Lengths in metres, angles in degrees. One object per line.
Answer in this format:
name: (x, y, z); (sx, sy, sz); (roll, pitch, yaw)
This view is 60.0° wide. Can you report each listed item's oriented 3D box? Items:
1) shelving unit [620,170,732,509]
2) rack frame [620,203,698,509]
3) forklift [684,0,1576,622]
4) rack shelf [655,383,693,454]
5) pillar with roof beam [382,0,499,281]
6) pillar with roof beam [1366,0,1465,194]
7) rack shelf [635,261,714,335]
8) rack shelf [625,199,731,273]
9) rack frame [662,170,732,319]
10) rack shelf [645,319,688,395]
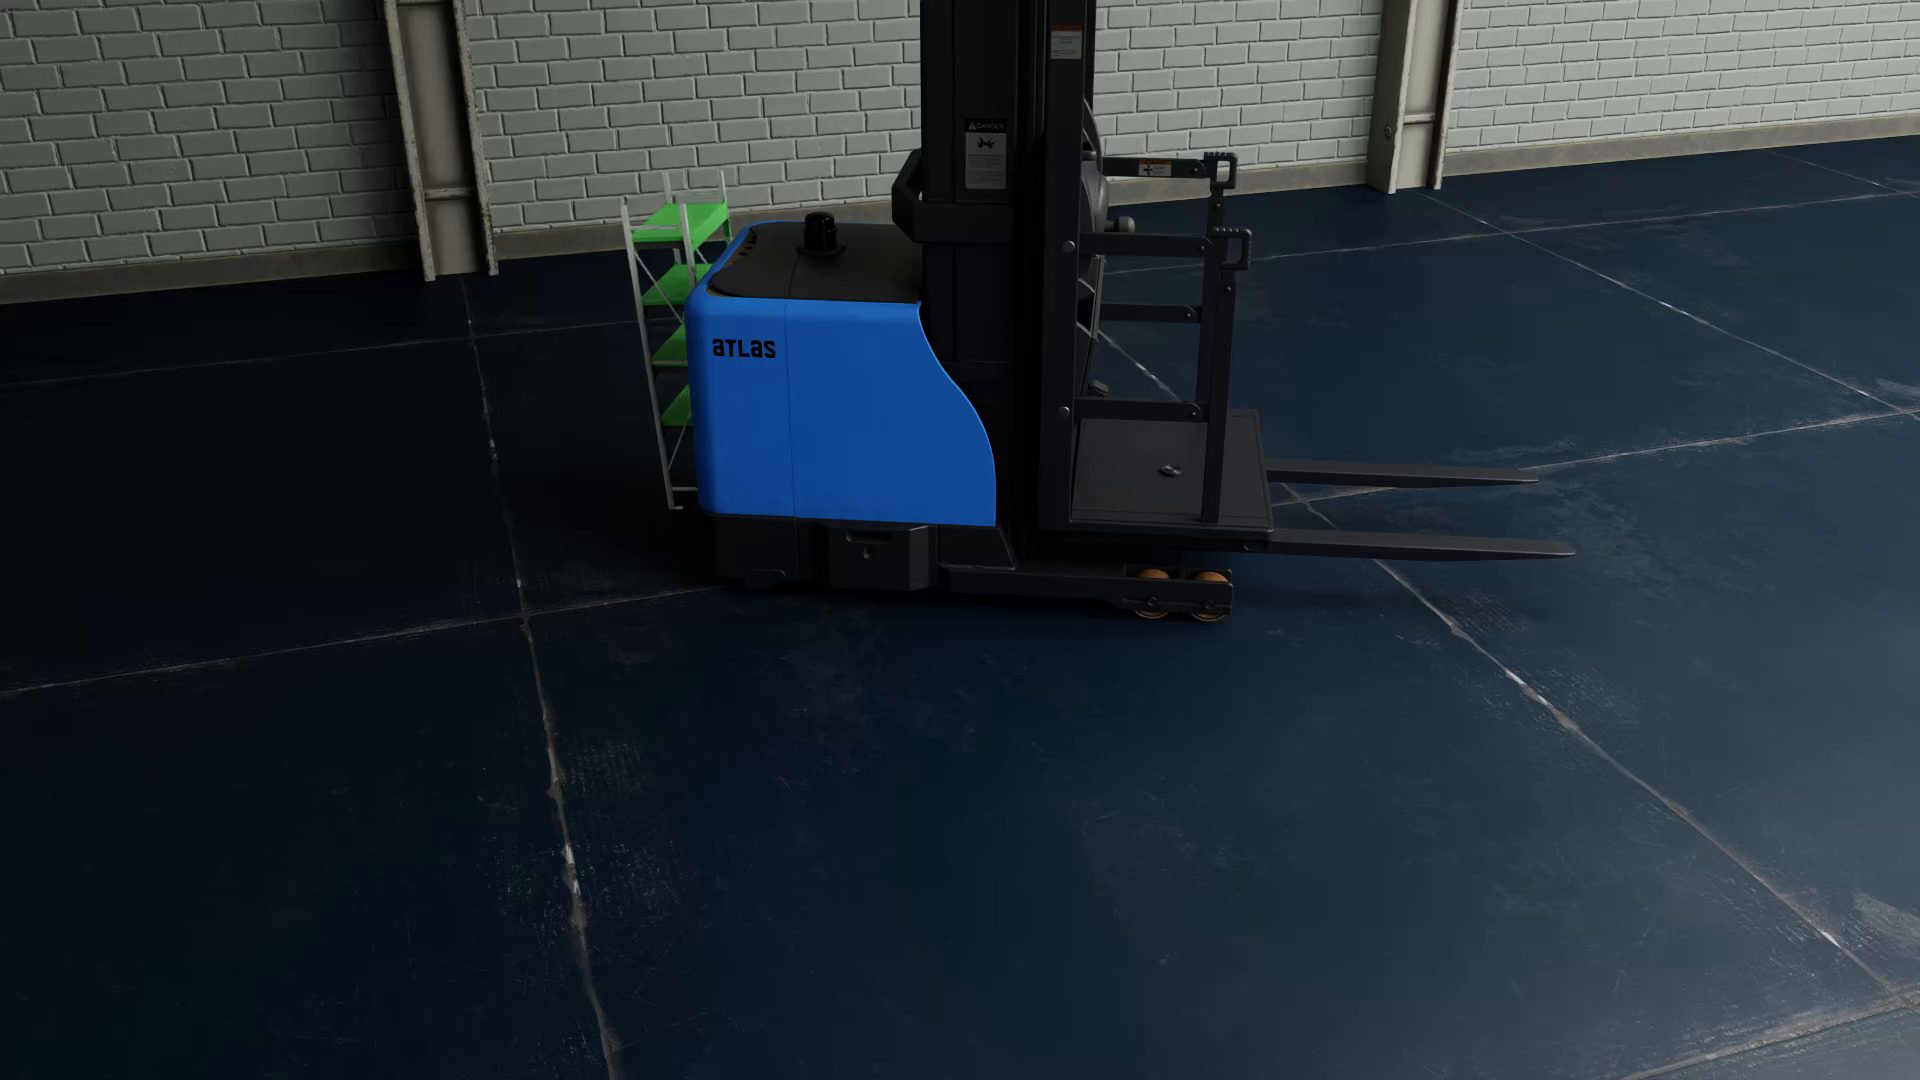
shelving unit: (-1.023, -0.770, 6.431); (0.258, 1.200, 0.503); (0, 26, 9)
rack frame: (-1.059, -0.662, 6.215); (0.240, 1.200, 0.015); (0, 26, 9)
forklift: (0.624, -1.283, 5.539); (3.031, 2.935, 1.130); (3, 27, 5)
rack shelf: (-1.001, -0.497, 6.563); (0.258, 0.148, 0.480); (0, 26, 9)
pillar with roof beam: (-1.459, -3.720, 3.622); (0.400, 9.000, 9.100); (-8, 28, -16)
pillar with roof beam: (4.246, -4.546, 5.287); (0.400, 9.000, 9.100); (-8, 28, -16)
rack shelf: (-1.035, -0.928, 6.355); (0.258, 0.148, 0.480); (0, 26, 9)
rack shelf: (-1.052, -1.143, 6.251); (0.258, 0.148, 0.480); (0, 26, 9)
rack frame: (-0.986, -0.877, 6.647); (0.240, 1.200, 0.015); (0, 26, 9)
rack shelf: (-1.018, -0.712, 6.459); (0.258, 0.148, 0.480); (0, 26, 9)
